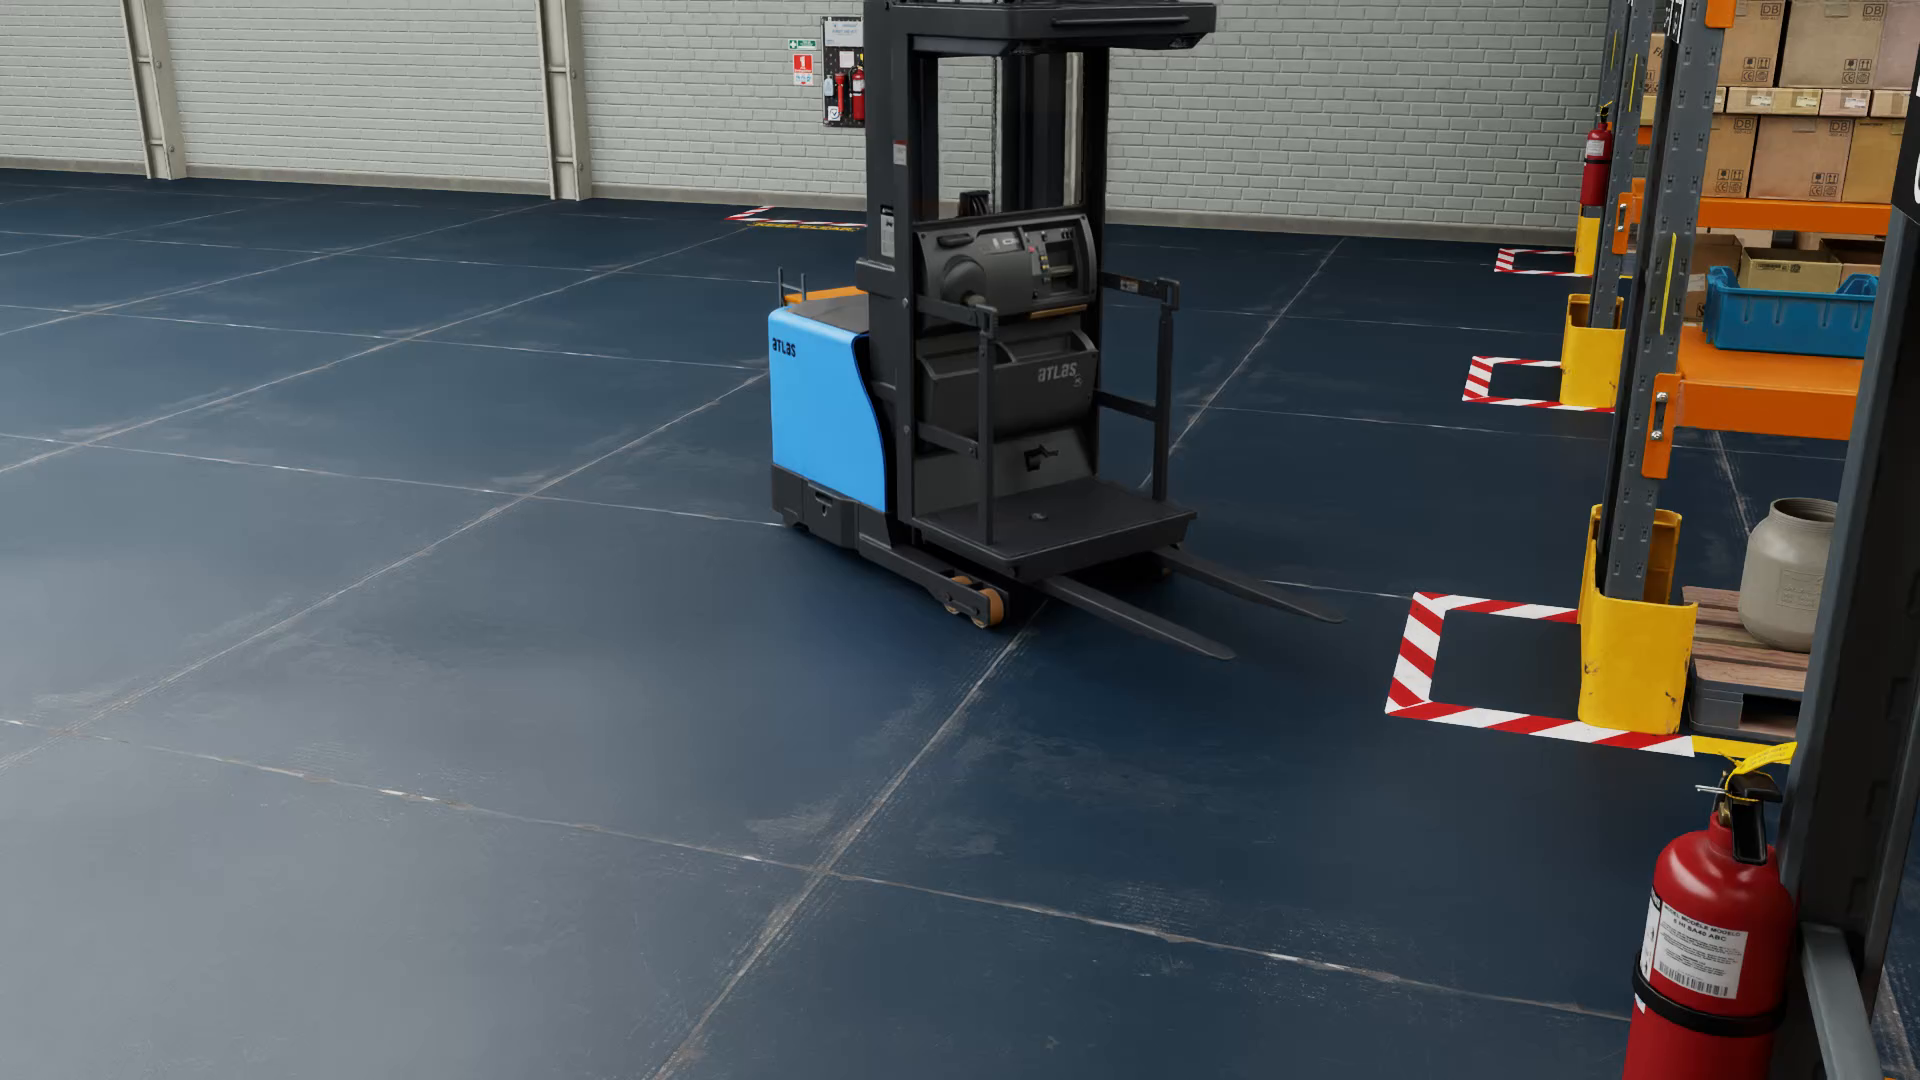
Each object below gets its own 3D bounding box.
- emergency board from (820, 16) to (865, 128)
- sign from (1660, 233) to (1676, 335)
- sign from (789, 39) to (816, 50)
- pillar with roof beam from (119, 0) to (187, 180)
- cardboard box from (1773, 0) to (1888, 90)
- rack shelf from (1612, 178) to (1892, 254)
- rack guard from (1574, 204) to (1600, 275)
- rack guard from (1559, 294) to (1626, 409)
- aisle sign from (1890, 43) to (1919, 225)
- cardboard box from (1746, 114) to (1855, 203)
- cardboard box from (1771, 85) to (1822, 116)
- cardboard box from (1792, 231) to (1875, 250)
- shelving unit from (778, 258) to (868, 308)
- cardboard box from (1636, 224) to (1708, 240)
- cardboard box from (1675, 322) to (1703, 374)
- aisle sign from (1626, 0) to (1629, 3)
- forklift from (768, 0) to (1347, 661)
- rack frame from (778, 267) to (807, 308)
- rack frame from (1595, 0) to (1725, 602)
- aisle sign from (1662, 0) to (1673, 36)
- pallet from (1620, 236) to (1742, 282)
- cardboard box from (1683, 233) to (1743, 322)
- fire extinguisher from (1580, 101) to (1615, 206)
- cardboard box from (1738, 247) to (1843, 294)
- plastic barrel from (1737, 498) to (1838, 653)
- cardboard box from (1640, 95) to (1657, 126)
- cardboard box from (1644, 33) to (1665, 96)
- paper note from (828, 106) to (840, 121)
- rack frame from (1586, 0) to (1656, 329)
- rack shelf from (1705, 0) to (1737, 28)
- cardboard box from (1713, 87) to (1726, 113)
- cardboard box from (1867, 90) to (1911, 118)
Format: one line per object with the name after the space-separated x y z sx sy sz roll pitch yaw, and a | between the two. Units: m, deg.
-1.247 -5.094 18.133 0.643 1.169 0.194 7 20 18 | emergency board
2.361 -0.854 5.547 0.005 0.325 0.100 7 20 18 | sign
-1.734 -5.450 18.294 0.331 0.109 0.001 7 20 18 | sign
-11.674 -7.606 16.224 0.400 9.000 9.100 7 20 18 | pillar with roof beam
5.160 -2.978 9.939 0.500 0.500 0.700 6 20 17 | cardboard box
6.064 -1.877 9.998 4.000 0.370 1.077 7 20 18 | rack shelf
5.869 -2.785 15.307 0.348 0.500 1.175 7 20 18 | rack guard
4.152 -1.255 10.918 0.348 0.500 1.175 7 20 18 | rack guard
0.961 -0.681 1.523 0.004 0.787 0.394 7 20 18 | aisle sign
5.109 -2.371 10.168 0.500 0.500 0.700 7 20 19 | cardboard box
4.961 -2.622 9.905 0.250 0.149 0.380 7 20 18 | cardboard box
7.636 -2.742 14.515 0.500 0.500 0.700 5 20 15 | cardboard box
-0.640 -0.820 8.606 0.503 1.200 0.258 -14 23 -34 | shelving unit
6.421 -2.809 14.995 0.500 0.311 0.500 4 20 12 | cardboard box
4.609 -1.206 10.518 0.500 0.250 0.500 7 20 18 | cardboard box
4.209 -3.759 10.354 0.004 0.787 0.394 7 20 18 | aisle sign
0.342 -1.196 7.053 1.130 2.935 3.031 -14 24 -34 | forklift
-0.835 -0.772 8.468 0.015 1.200 0.240 -14 23 -34 | rack frame
2.546 -0.893 6.082 0.127 3.000 1.000 7 20 18 | rack frame
2.575 -2.221 5.942 0.004 0.787 0.394 7 20 18 | aisle sign
6.625 -2.550 15.071 1.213 0.211 1.003 7 20 18 | pallet
4.779 -1.722 10.859 0.500 0.500 0.500 7 20 18 | cardboard box
4.216 -2.554 10.963 0.183 0.674 0.296 7 20 18 | fire extinguisher
5.082 -1.507 10.242 0.500 0.500 0.500 7 20 18 | cardboard box
3.193 0.130 6.287 0.421 0.512 0.421 0 19 0 | plastic barrel
6.154 -3.761 14.506 0.500 0.250 0.500 6 20 16 | cardboard box
6.149 -4.121 14.401 0.500 0.500 0.500 7 20 18 | cardboard box
-1.392 -4.719 18.394 0.142 0.148 0.016 7 20 18 | paper note
4.175 -2.433 10.499 0.127 3.000 1.000 7 20 18 | rack frame
4.435 -1.754 5.087 4.000 0.370 1.077 7 20 18 | rack shelf
4.475 -2.677 10.062 0.250 0.149 0.380 6 20 18 | cardboard box
5.451 -2.566 9.744 0.250 0.149 0.380 6 20 16 | cardboard box
